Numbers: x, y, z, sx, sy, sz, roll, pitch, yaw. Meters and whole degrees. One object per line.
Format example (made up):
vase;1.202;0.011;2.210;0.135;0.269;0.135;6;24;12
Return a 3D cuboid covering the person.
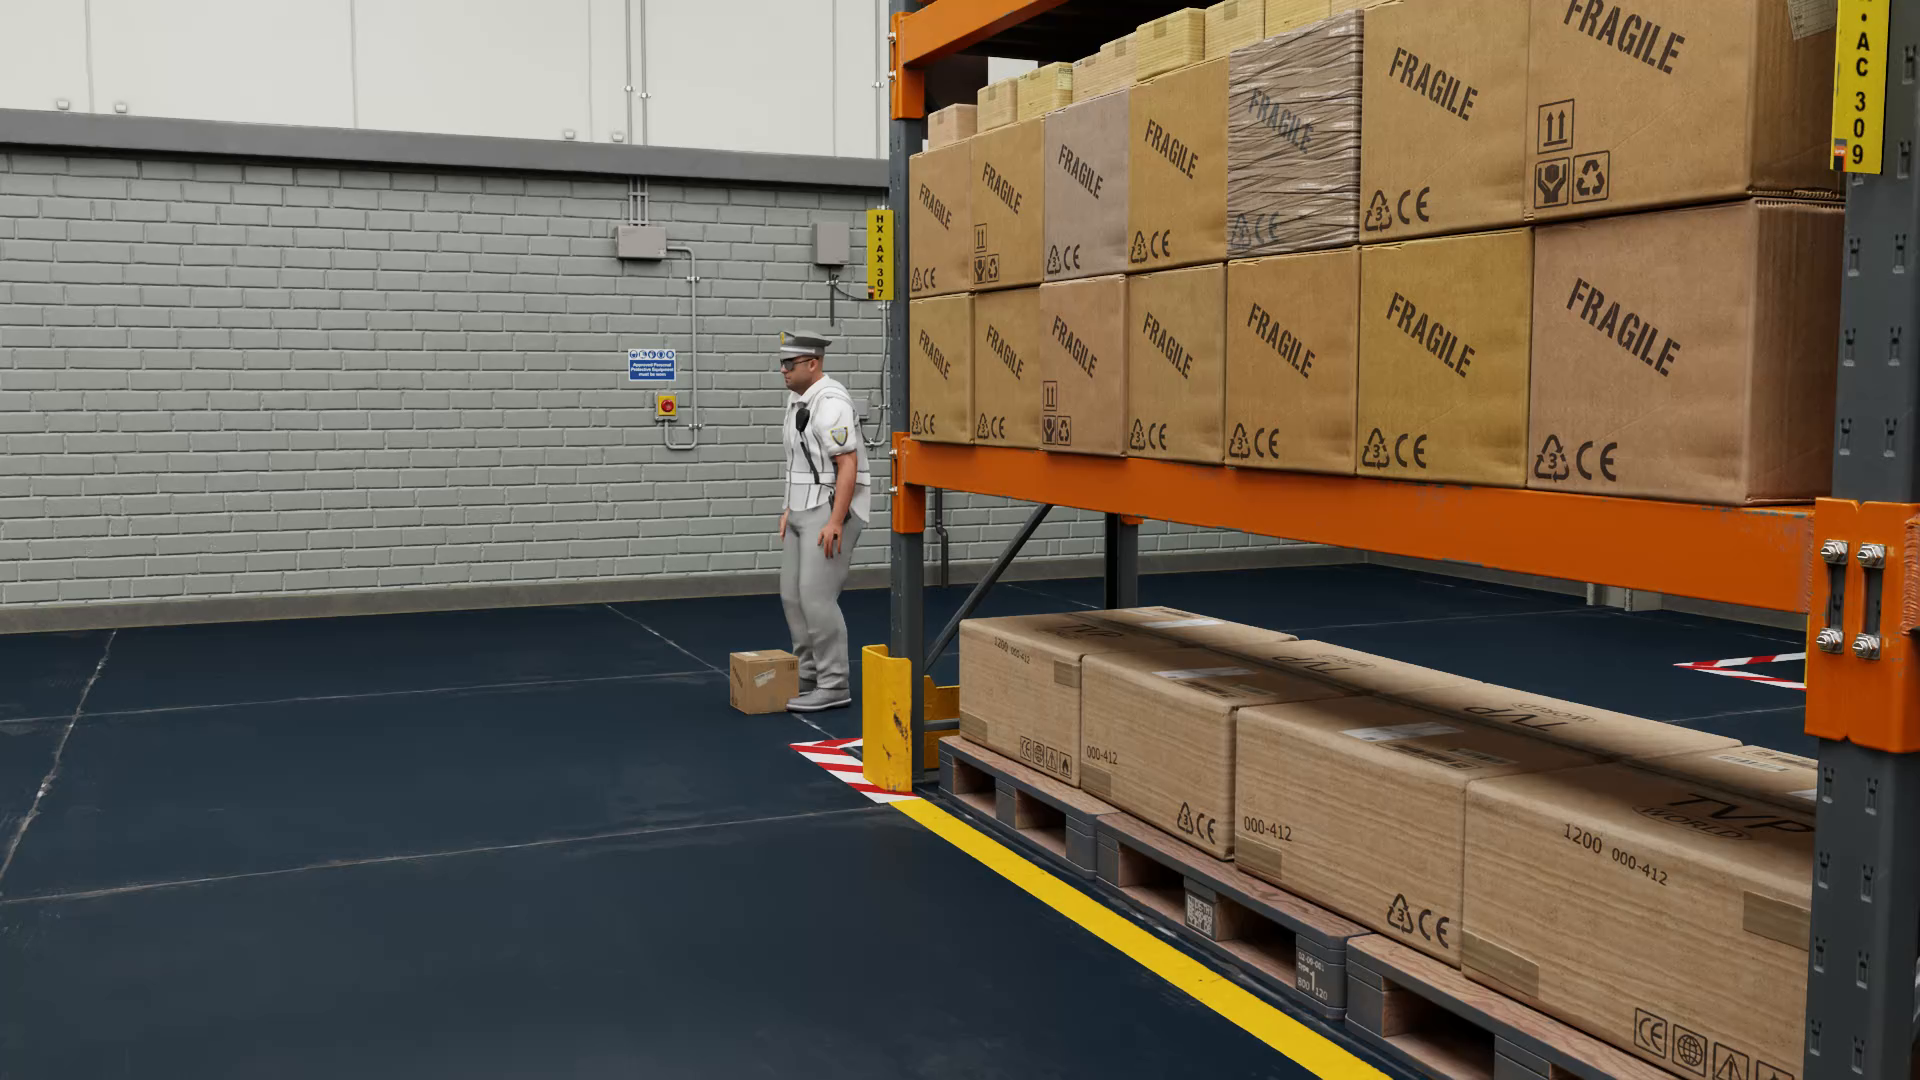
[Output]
person;-0.662;-0.099;7.780;0.442;1.747;0.604;-3;6;-27
